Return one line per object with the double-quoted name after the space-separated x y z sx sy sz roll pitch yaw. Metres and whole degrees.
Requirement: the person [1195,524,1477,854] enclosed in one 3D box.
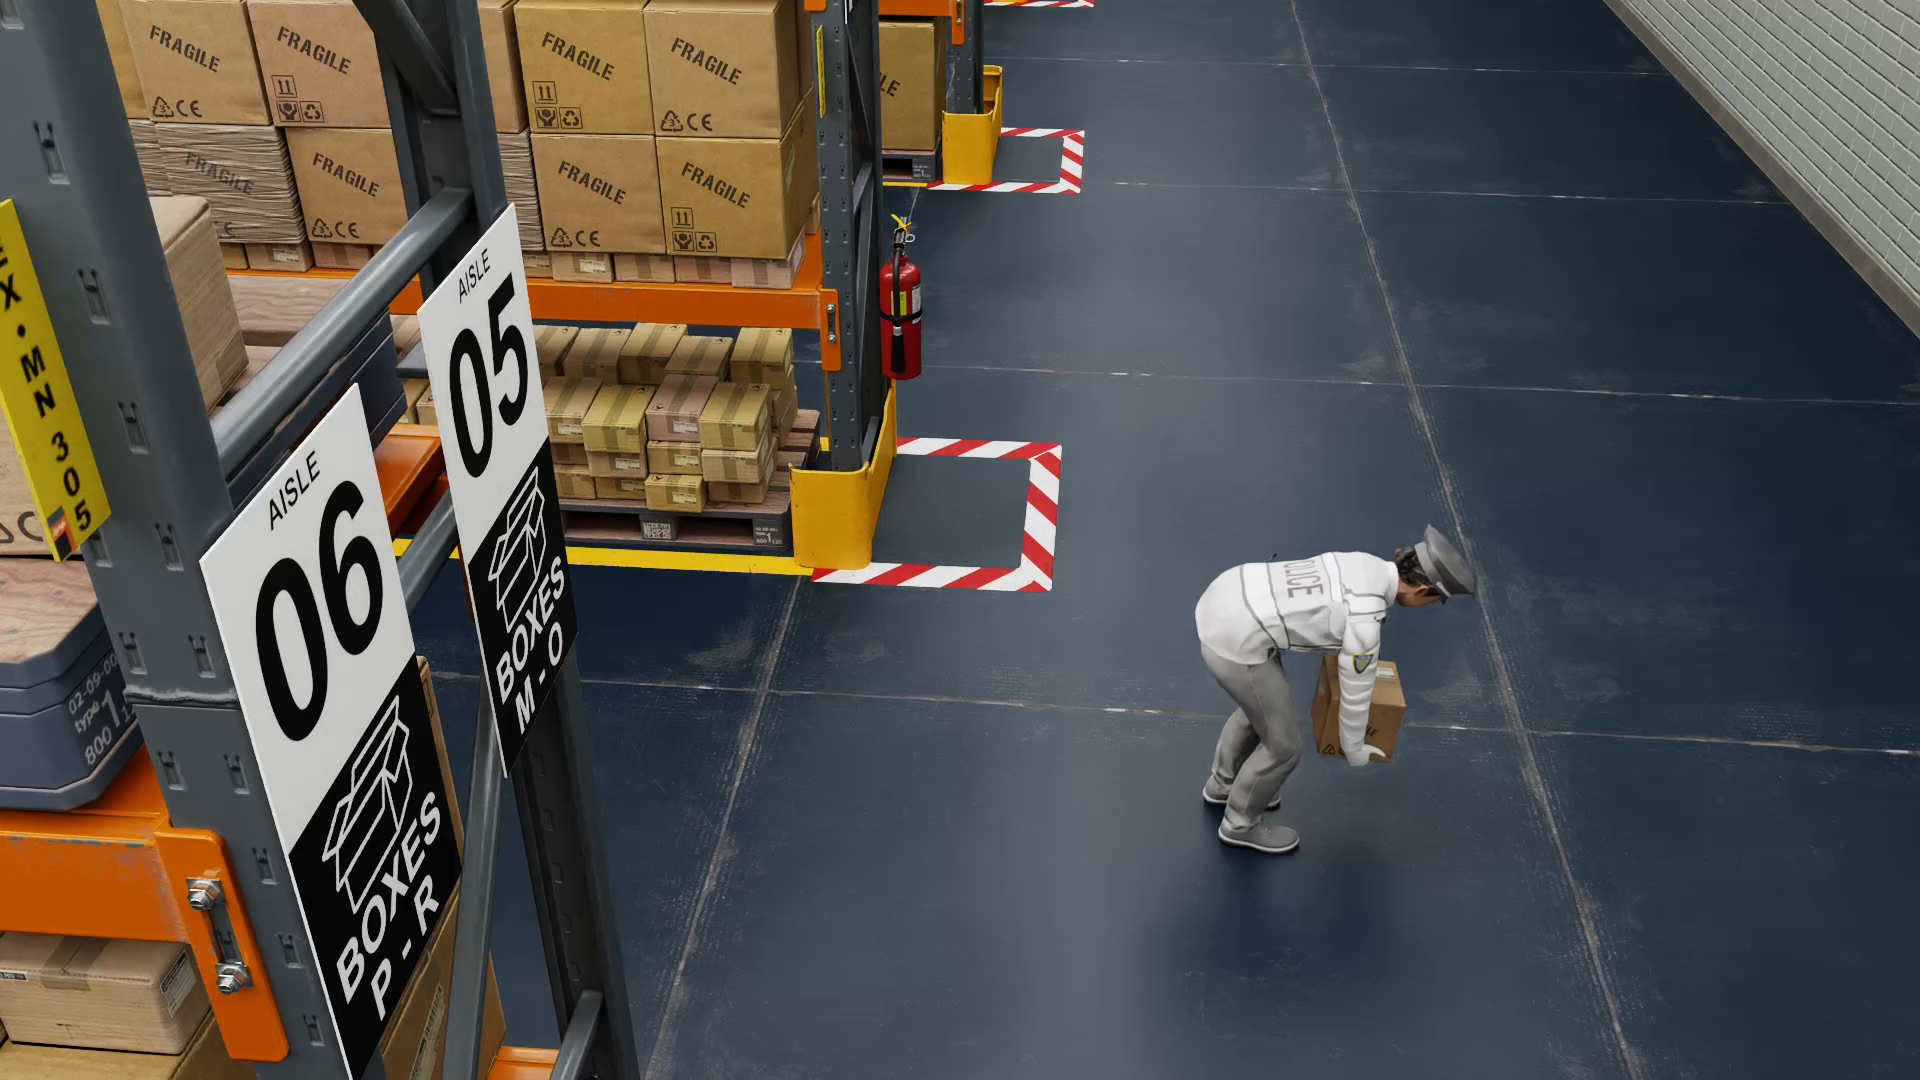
1.248 0.504 5.727 0.906 1.251 0.402 2 32 3 "person"
